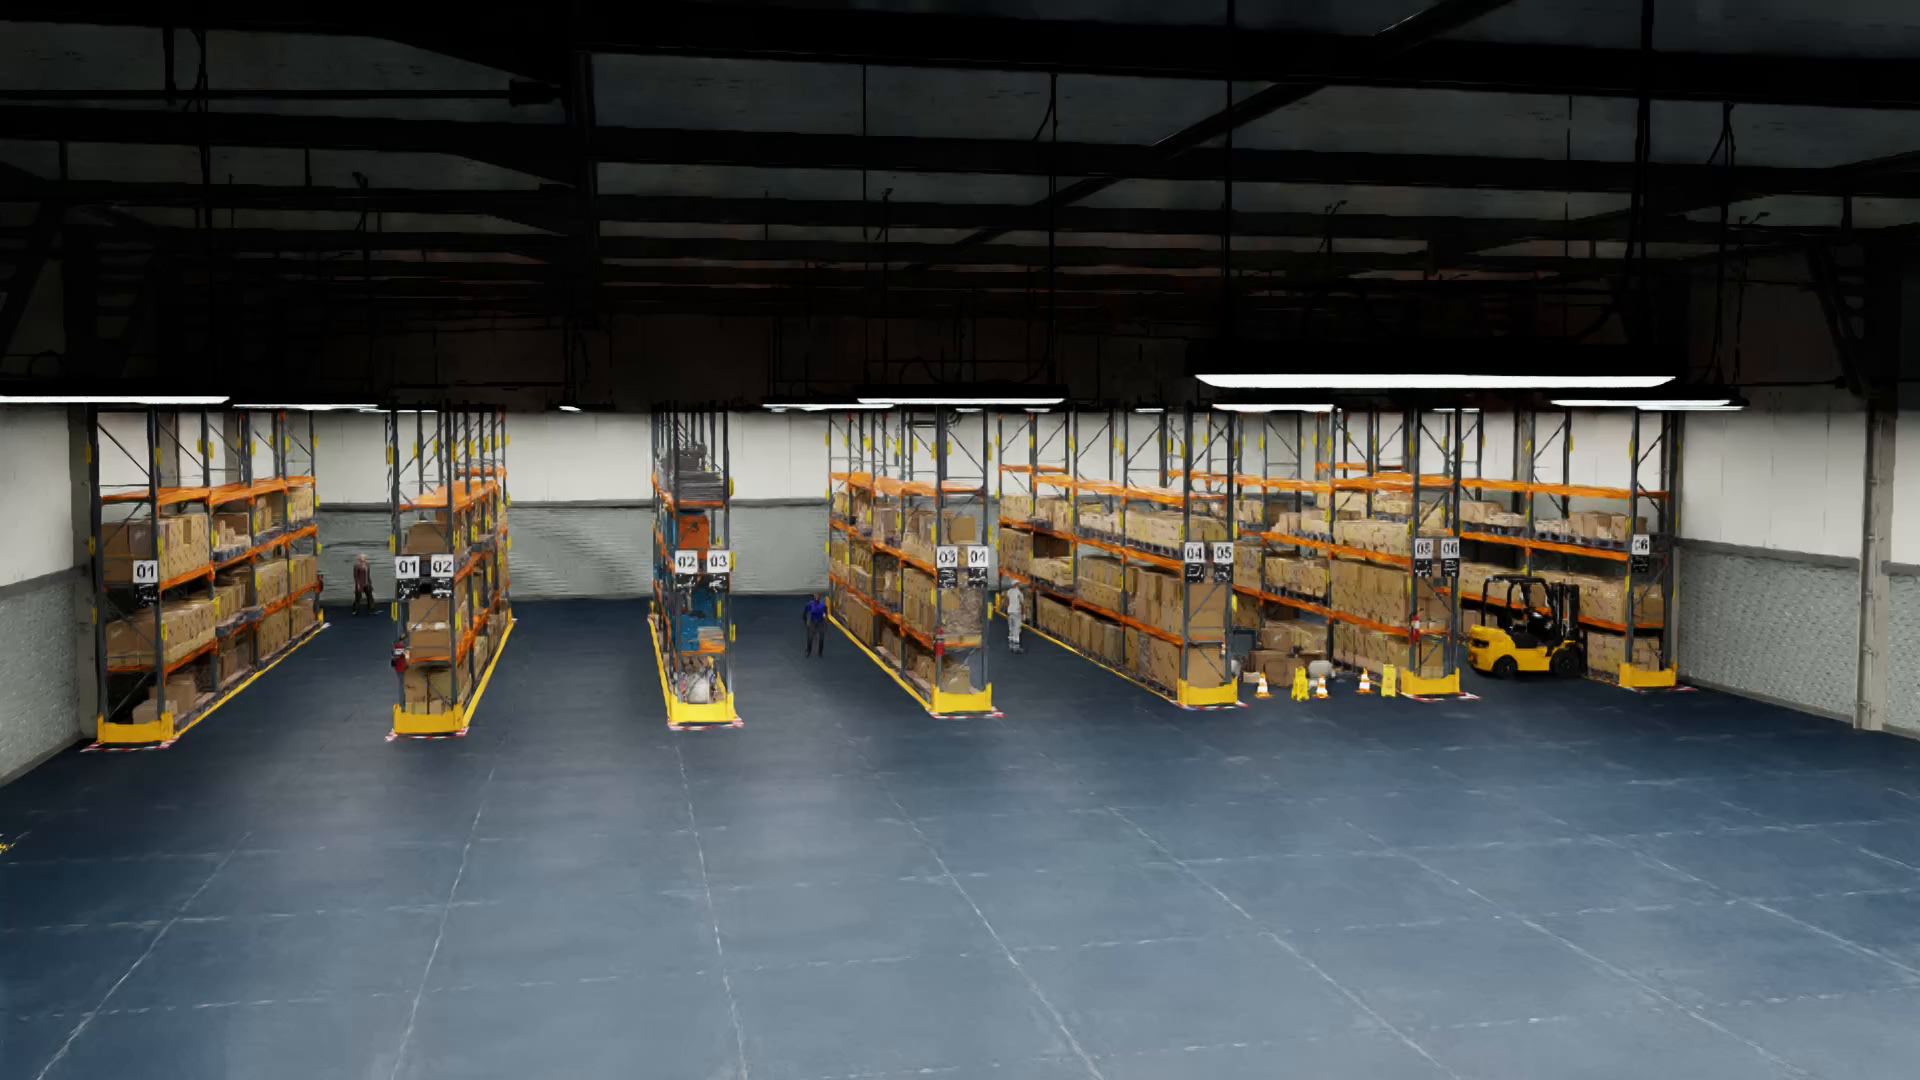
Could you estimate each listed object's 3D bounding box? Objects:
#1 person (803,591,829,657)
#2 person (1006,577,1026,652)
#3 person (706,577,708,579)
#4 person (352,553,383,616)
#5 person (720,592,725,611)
[{"bbox_3d":[-3.394,1.986,39.169,0.592,1.590,0.513,-1,4,-13],"label":"person"},{"bbox_3d":[1.376,1.787,40.150,0.451,1.789,0.605,-4,6,-41],"label":"person"},{"bbox_3d":[-6.676,1.565,44.107,0.381,1.656,0.555,-1,4,-10],"label":"person"},{"bbox_3d":[-16.970,1.253,47.383,0.612,1.768,0.778,2,5,26],"label":"person"},{"bbox_3d":[-6.985,1.252,48.257,0.462,1.654,0.631,1,4,14],"label":"person"}]
